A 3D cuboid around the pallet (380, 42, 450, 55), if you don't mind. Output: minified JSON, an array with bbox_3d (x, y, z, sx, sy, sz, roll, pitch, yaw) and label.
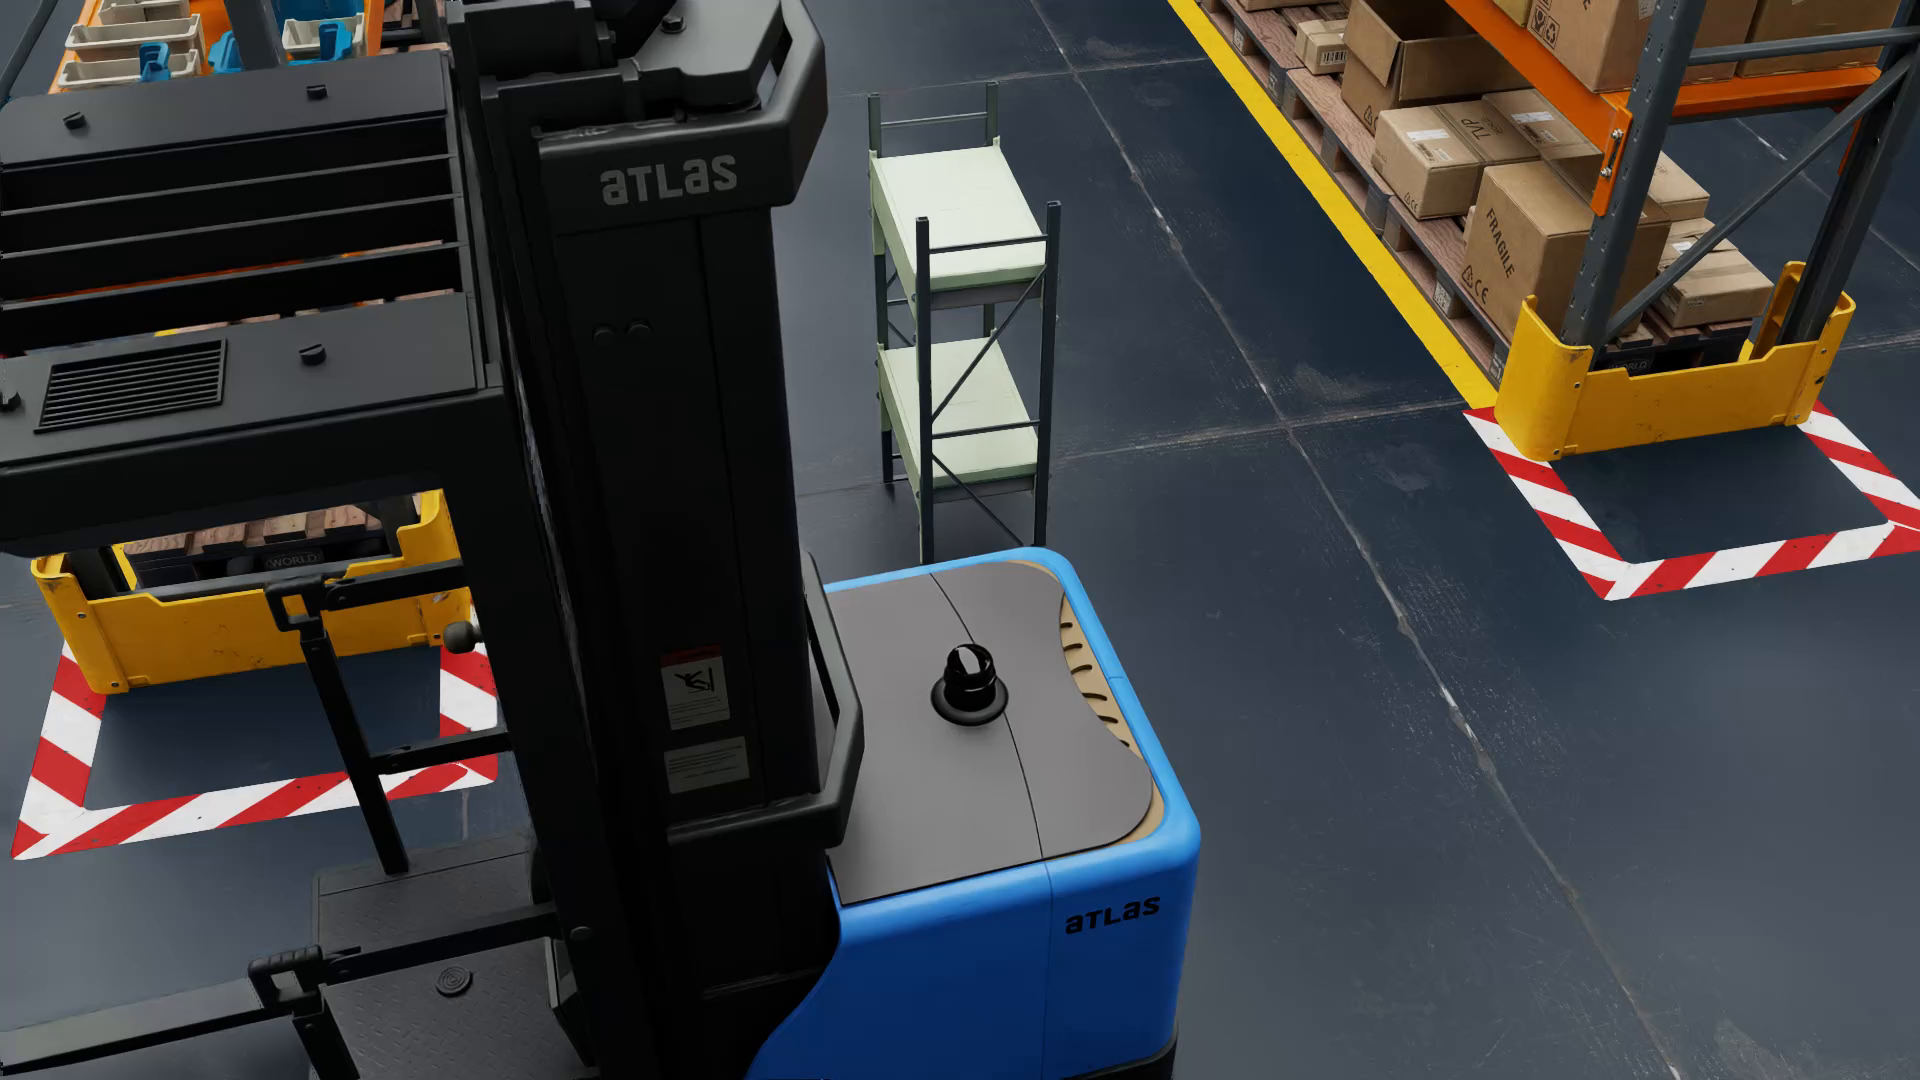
[{"bbox_3d":[-2.880,-1.916,7.750,1.003,0.211,1.213,-8,42,-9],"label":"pallet"}]

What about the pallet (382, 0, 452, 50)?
[{"bbox_3d":[-3.202,-2.893,8.850,1.003,0.211,1.213,-8,42,-9],"label":"pallet"}]

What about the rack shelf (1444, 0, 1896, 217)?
[{"bbox_3d":[2.193,-2.572,6.930,1.077,0.370,4.000,-8,42,-9],"label":"rack shelf"}]

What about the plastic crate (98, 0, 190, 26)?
[{"bbox_3d":[-2.780,-1.820,5.694,0.298,0.136,0.250,-8,42,-9],"label":"plastic crate"}]

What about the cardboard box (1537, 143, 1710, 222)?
[{"bbox_3d":[2.676,-1.398,6.805,0.500,0.250,0.500,-8,42,-9],"label":"cardboard box"}]

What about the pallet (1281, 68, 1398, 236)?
[{"bbox_3d":[2.175,-1.857,7.683,1.003,0.211,1.213,-8,42,-9],"label":"pallet"}]

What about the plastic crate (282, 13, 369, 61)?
[{"bbox_3d":[-2.079,-1.628,5.478,0.250,0.136,0.298,-8,42,-9],"label":"plastic crate"}]

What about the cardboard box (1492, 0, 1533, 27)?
[{"bbox_3d":[2.147,-2.169,5.859,0.500,0.500,0.500,-8,42,-9],"label":"cardboard box"}]

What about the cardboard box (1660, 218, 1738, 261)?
[{"bbox_3d":[2.816,-1.132,6.569,0.380,0.166,0.250,-8,42,-9],"label":"cardboard box"}]

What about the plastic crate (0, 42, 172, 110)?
[{"bbox_3d":[-2.467,-1.063,4.616,0.616,0.435,0.499,-8,42,-9],"label":"plastic crate"}]

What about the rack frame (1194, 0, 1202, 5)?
[{"bbox_3d":[1.761,-4.137,8.151,1.000,3.000,0.127,-8,42,-9],"label":"rack frame"}]

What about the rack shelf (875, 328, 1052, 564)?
[{"bbox_3d":[-0.001,-0.321,5.473,0.431,0.370,0.720,-8,42,-9],"label":"rack shelf"}]

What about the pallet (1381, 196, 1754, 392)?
[{"bbox_3d":[2.435,-1.068,6.794,1.003,0.211,1.213,-8,42,-9],"label":"pallet"}]

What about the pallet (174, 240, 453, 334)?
[{"bbox_3d":[-2.613,-1.124,6.857,1.003,0.211,1.213,-8,42,-9],"label":"pallet"}]

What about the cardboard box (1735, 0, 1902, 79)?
[{"bbox_3d":[2.786,-1.907,5.564,0.500,0.500,0.500,-8,42,-8],"label":"cardboard box"}]

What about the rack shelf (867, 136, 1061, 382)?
[{"bbox_3d":[-0.001,-0.857,4.998,0.431,0.370,0.720,-8,42,-9],"label":"rack shelf"}]

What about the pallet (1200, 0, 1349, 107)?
[{"bbox_3d":[1.909,-2.649,8.576,1.003,0.211,1.213,-8,42,-9],"label":"pallet"}]

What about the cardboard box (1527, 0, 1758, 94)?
[{"bbox_3d":[2.262,-1.833,5.480,0.500,0.500,0.500,-7,42,-8],"label":"cardboard box"}]

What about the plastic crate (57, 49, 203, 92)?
[{"bbox_3d":[-2.614,-1.454,5.282,0.396,0.136,0.243,-8,42,-9],"label":"plastic crate"}]

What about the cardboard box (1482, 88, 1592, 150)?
[{"bbox_3d":[2.568,-1.722,7.170,0.500,0.250,0.500,-8,42,-9],"label":"cardboard box"}]

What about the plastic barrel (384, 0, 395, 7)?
[{"bbox_3d":[-3.177,-3.157,8.312,0.600,0.901,0.708,-8,42,-9],"label":"plastic barrel"}]

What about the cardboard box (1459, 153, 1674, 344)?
[{"bbox_3d":[2.267,-1.091,6.272,0.500,0.500,0.500,-8,42,-9],"label":"cardboard box"}]

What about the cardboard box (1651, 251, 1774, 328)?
[{"bbox_3d":[2.870,-0.964,6.392,0.380,0.149,0.250,-8,42,-9],"label":"cardboard box"}]

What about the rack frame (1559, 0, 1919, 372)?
[{"bbox_3d":[2.625,-1.545,5.231,1.000,3.000,0.127,-8,42,-9],"label":"rack frame"}]

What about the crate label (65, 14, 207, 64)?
[{"bbox_3d":[-2.698,-1.631,5.481,0.396,0.136,0.243,-8,42,-9],"label":"crate label"}]

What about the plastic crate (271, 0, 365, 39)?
[{"bbox_3d":[-2.229,-1.858,5.664,0.416,0.233,0.300,-8,42,-9],"label":"plastic crate"}]

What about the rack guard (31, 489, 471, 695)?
[{"bbox_3d":[-2.195,0.111,5.248,1.175,0.500,0.348,-8,42,-9],"label":"rack guard"}]

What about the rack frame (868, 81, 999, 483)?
[{"bbox_3d":[-0.080,-0.802,5.524,0.400,1.500,0.023,-8,42,-9],"label":"rack frame"}]

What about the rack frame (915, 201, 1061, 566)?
[{"bbox_3d":[0.078,-0.328,4.990,0.400,1.500,0.023,-8,42,-9],"label":"rack frame"}]

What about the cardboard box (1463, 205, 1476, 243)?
[{"bbox_3d":[2.267,-1.242,6.693,0.380,0.166,0.250,-8,42,-9],"label":"cardboard box"}]

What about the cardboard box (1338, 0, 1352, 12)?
[{"bbox_3d":[2.161,-3.038,8.465,0.500,0.500,0.500,-8,42,-9],"label":"cardboard box"}]

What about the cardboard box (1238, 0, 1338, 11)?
[{"bbox_3d":[1.641,-2.993,8.557,0.500,0.311,0.500,-8,42,-9],"label":"cardboard box"}]

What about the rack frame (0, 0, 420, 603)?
[{"bbox_3d":[-2.213,-0.837,4.434,1.000,3.000,0.127,-8,42,-9],"label":"rack frame"}]

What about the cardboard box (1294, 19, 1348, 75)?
[{"bbox_3d":[1.837,-2.380,7.974,0.380,0.166,0.250,-8,42,-9],"label":"cardboard box"}]

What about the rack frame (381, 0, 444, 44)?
[{"bbox_3d":[-3.076,-3.430,7.355,1.000,3.000,0.127,-8,42,-9],"label":"rack frame"}]

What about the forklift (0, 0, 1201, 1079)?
[{"bbox_3d":[-1.053,0.281,3.226,3.031,2.935,1.130,-11,43,-12],"label":"forklift"}]

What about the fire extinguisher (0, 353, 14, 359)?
[{"bbox_3d":[-2.624,-0.506,4.400,0.296,0.674,0.183,-8,42,-9],"label":"fire extinguisher"}]

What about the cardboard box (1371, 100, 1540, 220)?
[{"bbox_3d":[2.091,-1.618,7.053,0.500,0.250,0.500,-8,42,-9],"label":"cardboard box"}]

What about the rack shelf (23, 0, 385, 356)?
[{"bbox_3d":[-2.645,-1.865,6.133,1.077,0.370,4.000,-8,42,-9],"label":"rack shelf"}]

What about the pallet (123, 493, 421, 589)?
[{"bbox_3d":[-2.353,-0.335,5.968,1.003,0.211,1.213,-8,42,-9],"label":"pallet"}]

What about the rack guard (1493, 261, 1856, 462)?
[{"bbox_3d":[2.608,-0.659,6.116,1.175,0.500,0.348,-8,42,-9],"label":"rack guard"}]

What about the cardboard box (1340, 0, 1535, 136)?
[{"bbox_3d":[2.172,-2.151,7.463,0.797,0.503,0.637,-8,42,-9],"label":"cardboard box"}]

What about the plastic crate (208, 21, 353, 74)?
[{"bbox_3d":[-2.087,-1.431,5.183,0.416,0.233,0.300,-8,42,-9],"label":"plastic crate"}]

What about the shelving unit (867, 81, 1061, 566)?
[{"bbox_3d":[-0.001,-0.565,5.257,0.431,1.500,0.755,-8,42,-9],"label":"shelving unit"}]
